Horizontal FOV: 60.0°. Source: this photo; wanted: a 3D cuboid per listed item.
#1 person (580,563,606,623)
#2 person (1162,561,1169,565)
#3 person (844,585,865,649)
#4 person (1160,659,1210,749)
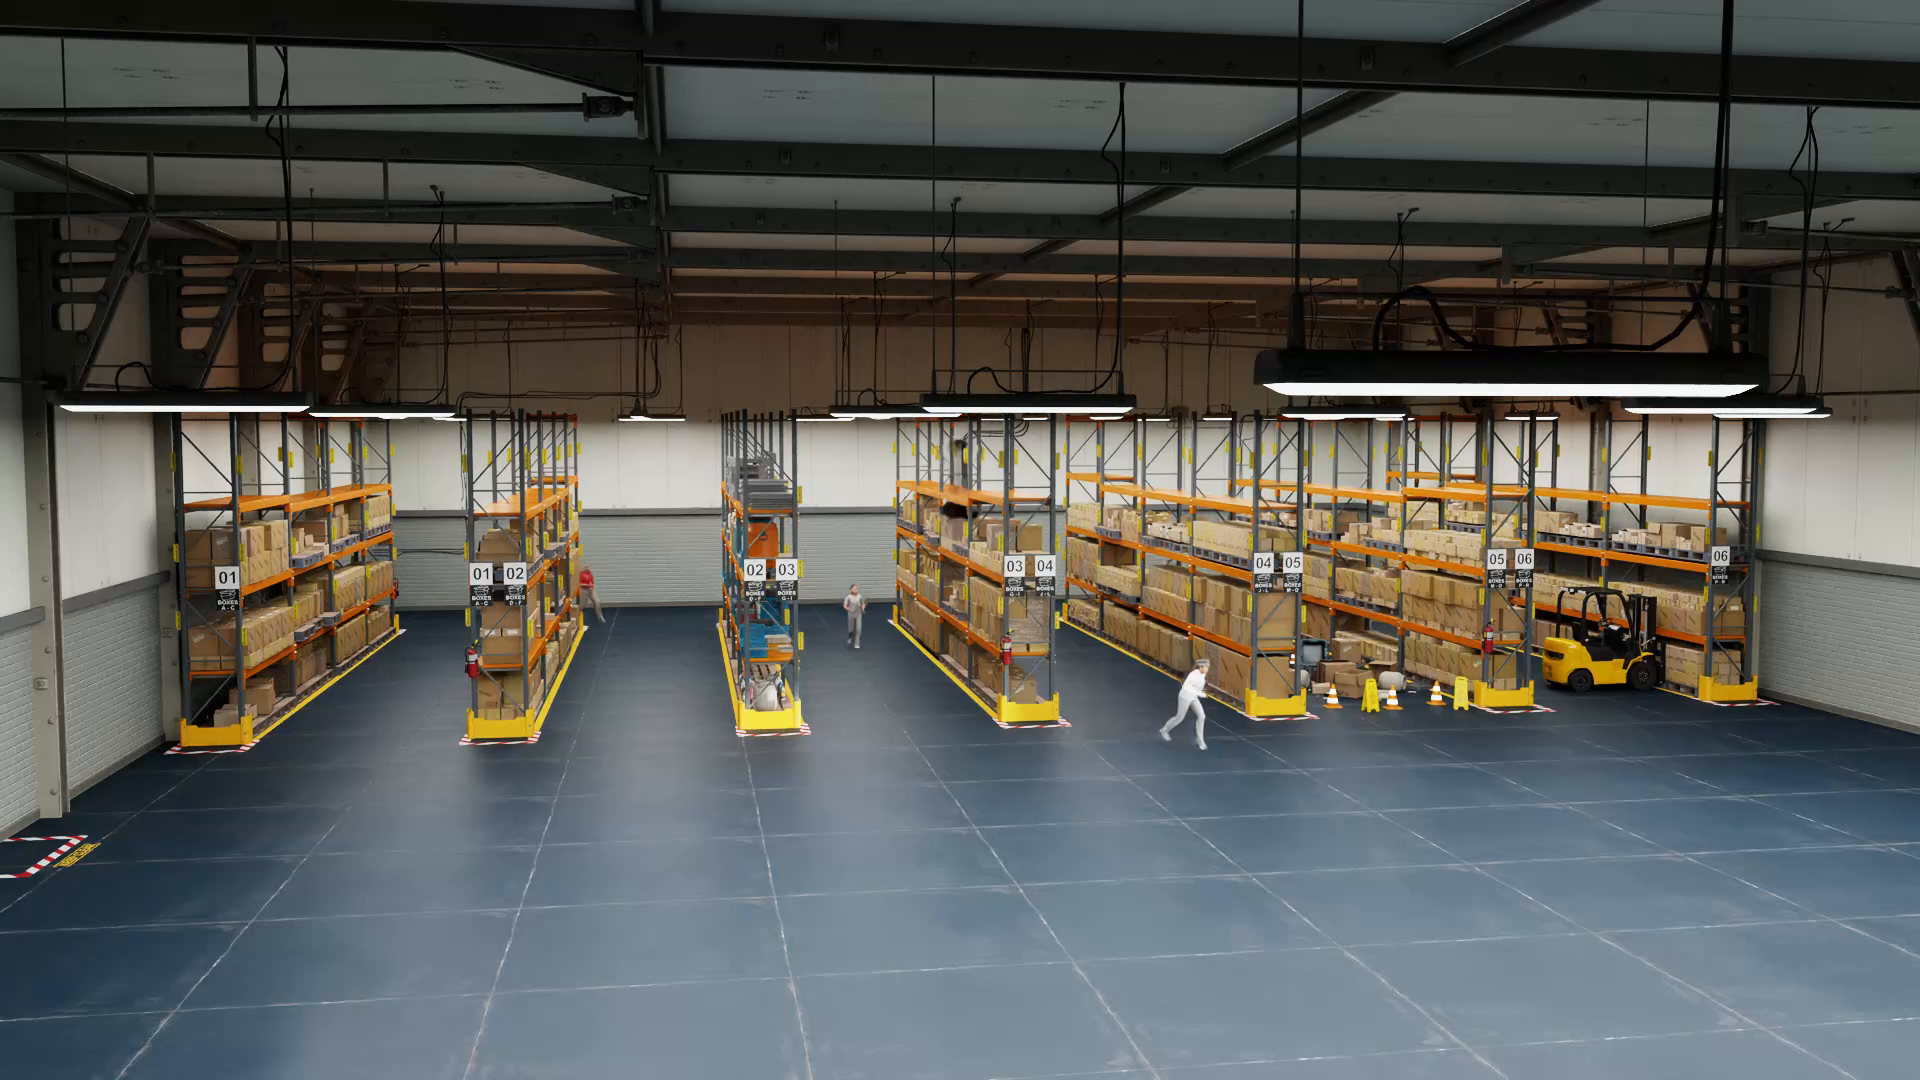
[{"bbox_3d":[-10.737,1.532,47.876,0.945,1.754,0.667,2,5,32],"label":"person"},{"bbox_3d":[5.939,1.530,47.593,0.669,1.855,0.861,-1,4,-16],"label":"person"},{"bbox_3d":[-2.684,1.946,42.460,0.574,1.628,0.758,-1,4,-16],"label":"person"},{"bbox_3d":[4.011,2.890,29.605,0.964,1.627,0.657,3,5,35],"label":"person"}]
